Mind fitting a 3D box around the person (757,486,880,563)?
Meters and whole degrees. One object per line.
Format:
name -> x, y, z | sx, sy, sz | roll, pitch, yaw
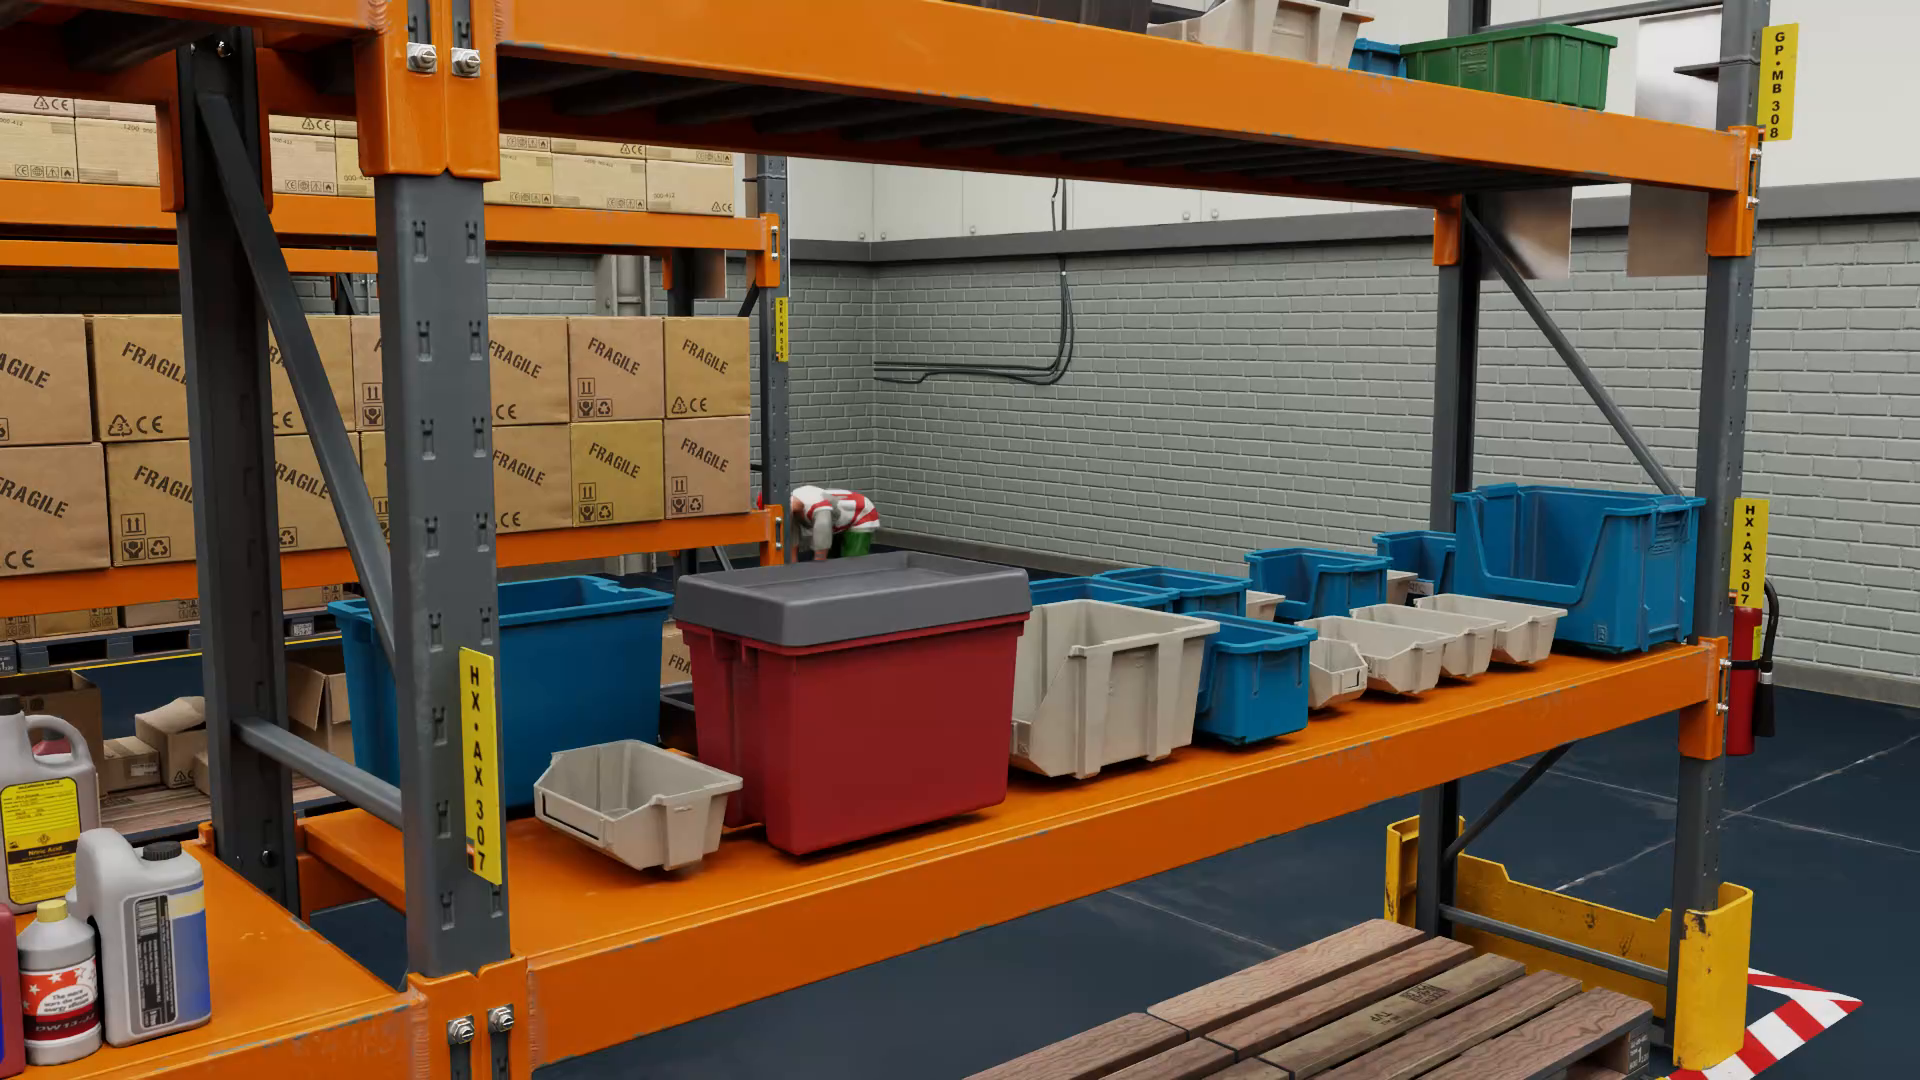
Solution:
person -> -0.981, 0.174, 11.321 | 0.947, 1.159, 0.493 | -7, 10, -43
